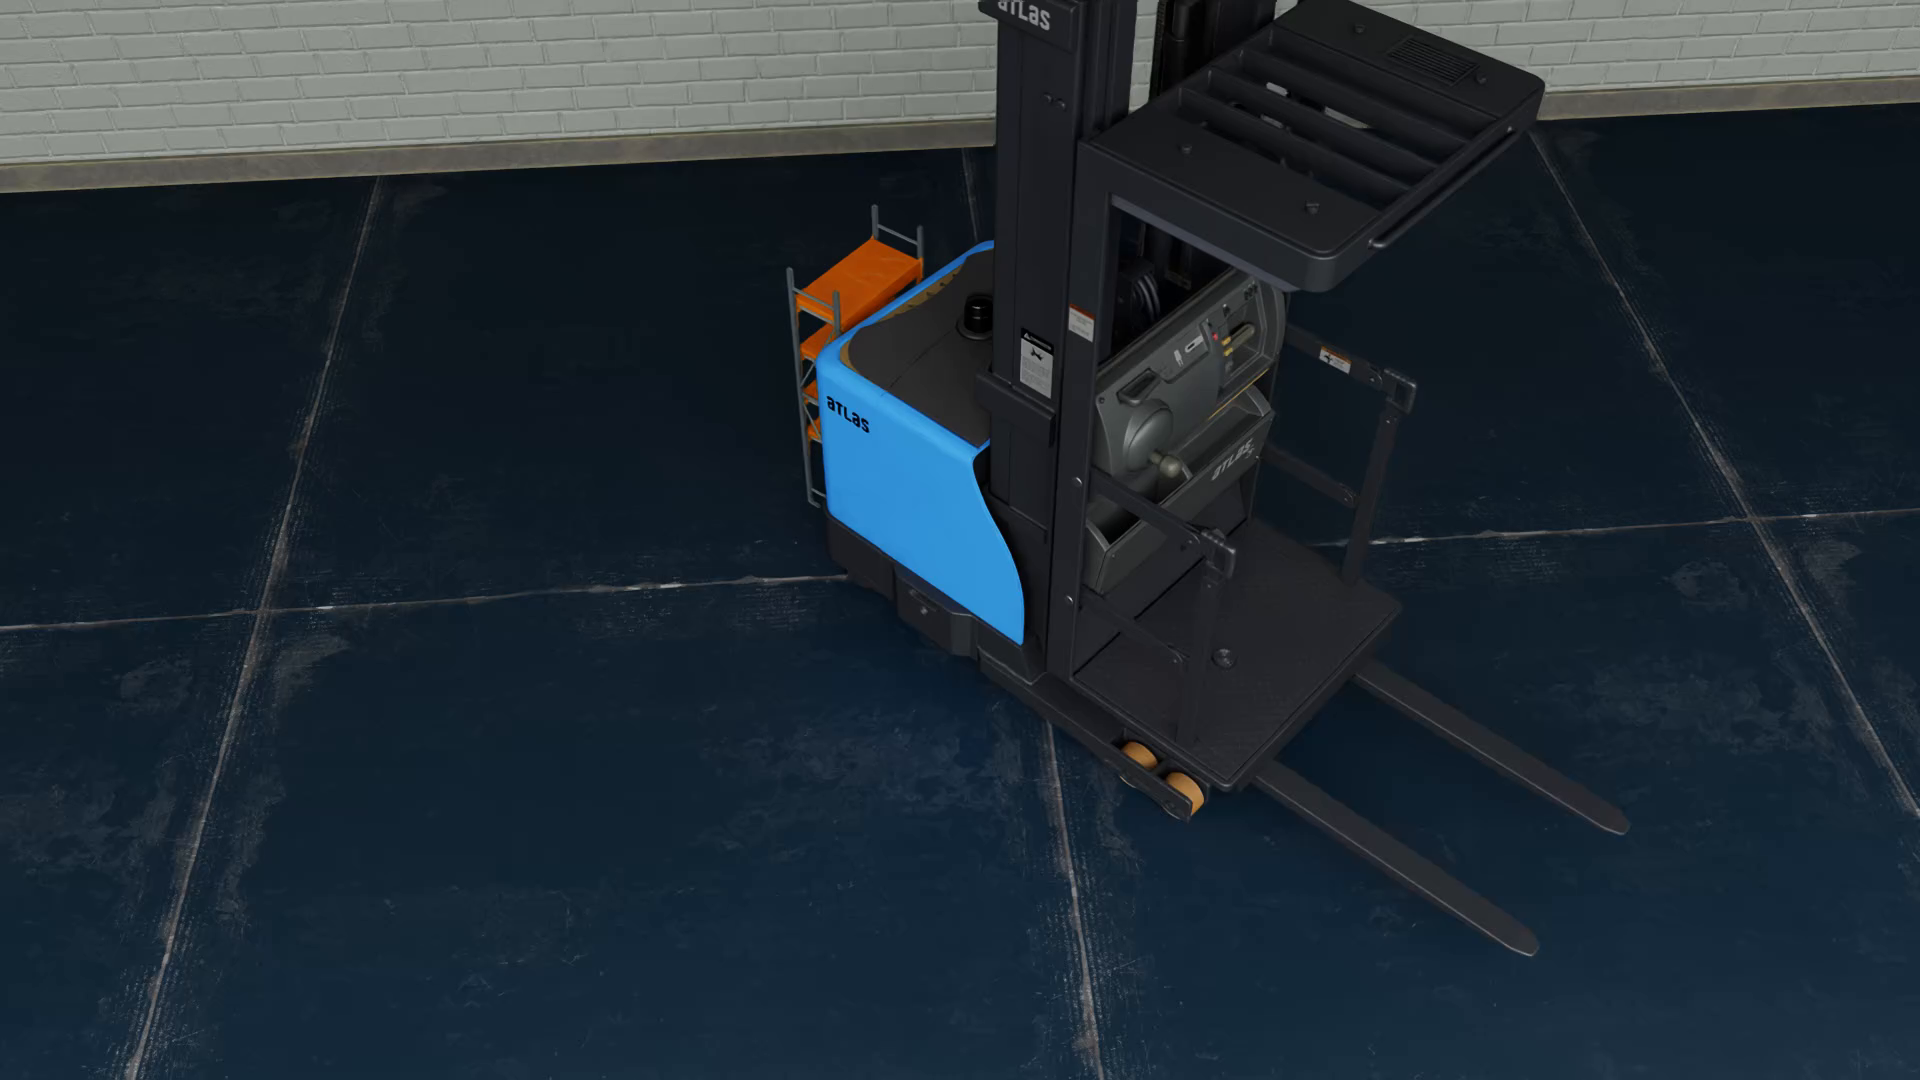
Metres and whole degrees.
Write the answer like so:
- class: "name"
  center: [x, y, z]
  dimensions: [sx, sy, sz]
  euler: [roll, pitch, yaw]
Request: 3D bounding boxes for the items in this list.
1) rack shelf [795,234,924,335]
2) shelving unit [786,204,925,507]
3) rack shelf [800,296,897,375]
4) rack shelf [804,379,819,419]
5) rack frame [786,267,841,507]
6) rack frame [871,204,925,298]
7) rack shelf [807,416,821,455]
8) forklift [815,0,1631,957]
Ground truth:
- class: "rack shelf"
  center: [-0.383, -0.933, 6.266]
  dimensions: [0.258, 0.148, 0.480]
  euler: [29, 53, 25]
- class: "shelving unit"
  center: [-0.383, -0.663, 6.552]
  dimensions: [0.258, 1.200, 0.503]
  euler: [29, 53, 25]
- class: "rack shelf"
  center: [-0.383, -0.771, 6.438]
  dimensions: [0.258, 0.148, 0.480]
  euler: [29, 53, 25]
- class: "rack shelf"
  center: [-0.383, -0.617, 6.601]
  dimensions: [0.258, 0.148, 0.480]
  euler: [29, 53, 25]
- class: "rack frame"
  center: [-0.531, -0.522, 6.418]
  dimensions: [0.240, 1.200, 0.015]
  euler: [29, 53, 25]
- class: "rack frame"
  center: [-0.236, -0.804, 6.685]
  dimensions: [0.240, 1.200, 0.015]
  euler: [29, 53, 25]
- class: "rack shelf"
  center: [-0.383, -0.480, 6.745]
  dimensions: [0.258, 0.148, 0.480]
  euler: [29, 53, 25]
- class: "forklift"
  center: [0.896, -0.468, 5.174]
  dimensions: [3.031, 2.935, 1.130]
  euler: [33, 55, 28]
